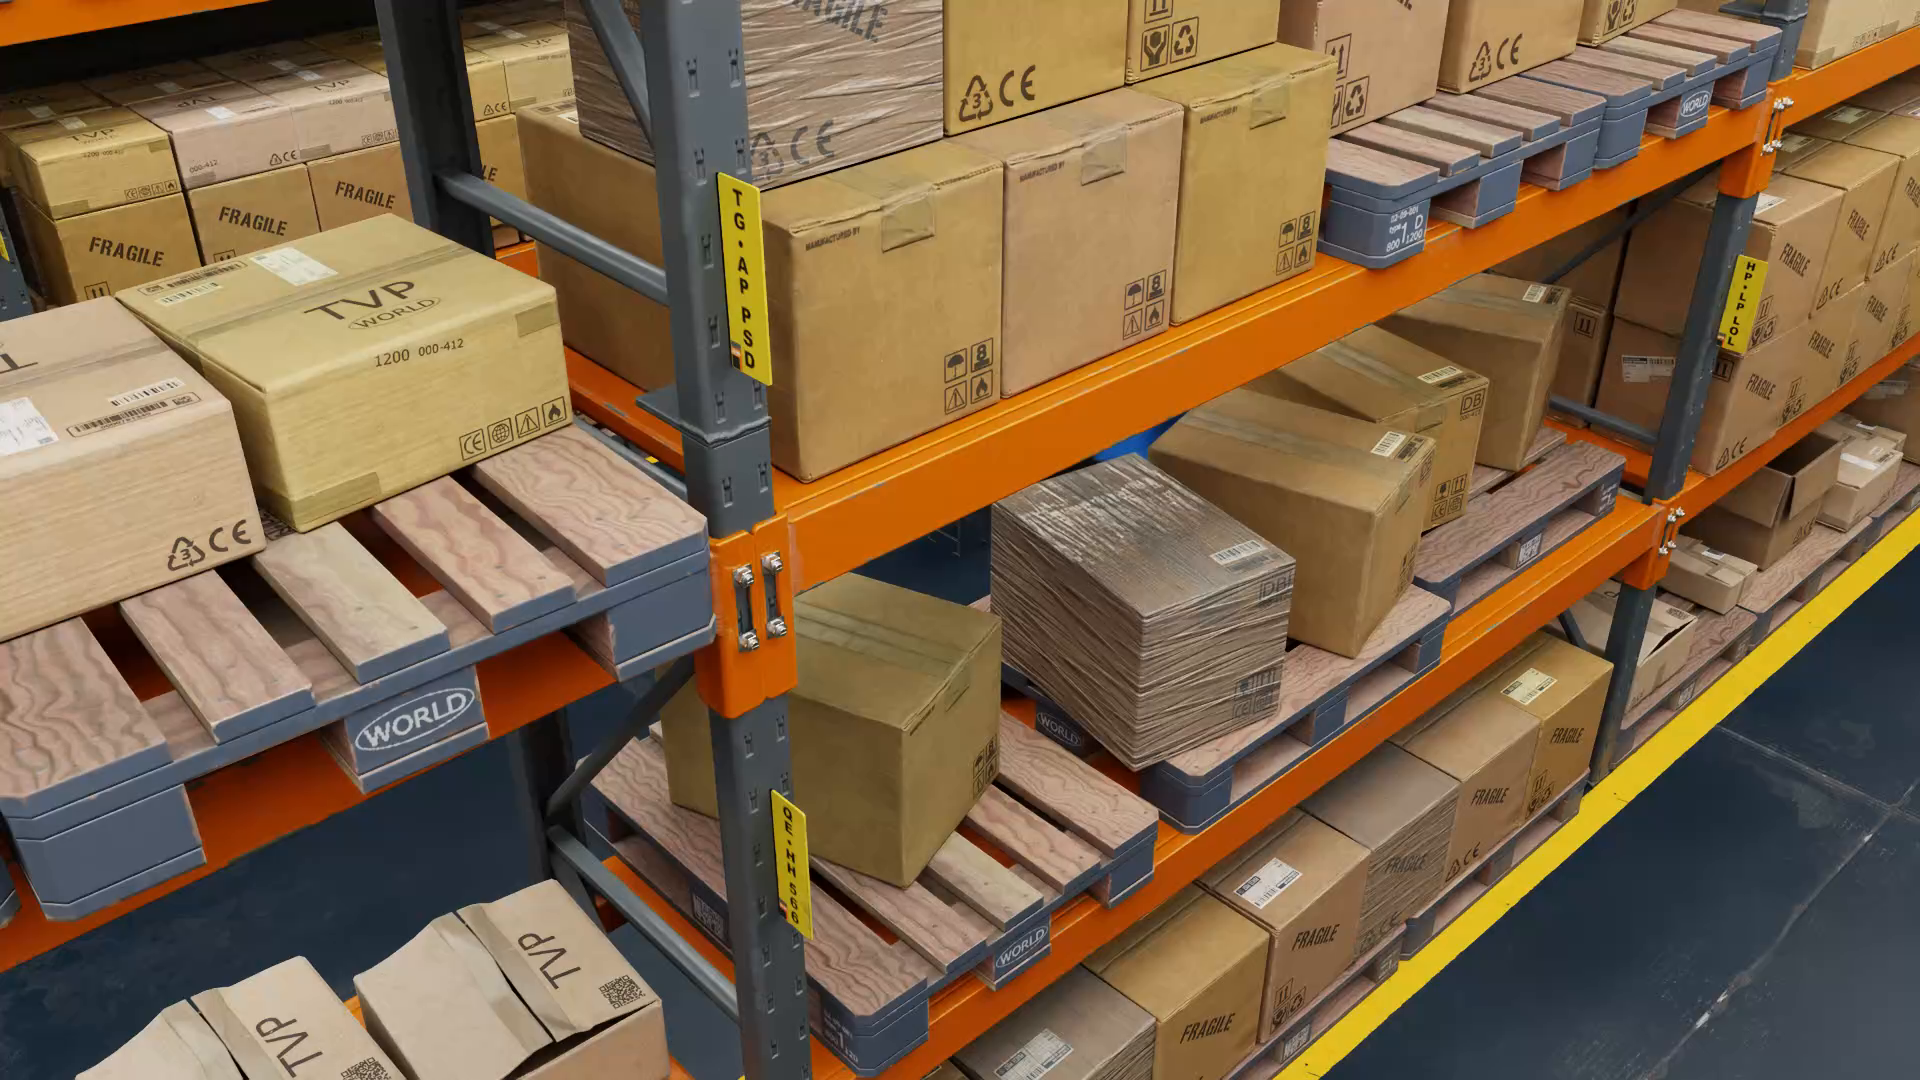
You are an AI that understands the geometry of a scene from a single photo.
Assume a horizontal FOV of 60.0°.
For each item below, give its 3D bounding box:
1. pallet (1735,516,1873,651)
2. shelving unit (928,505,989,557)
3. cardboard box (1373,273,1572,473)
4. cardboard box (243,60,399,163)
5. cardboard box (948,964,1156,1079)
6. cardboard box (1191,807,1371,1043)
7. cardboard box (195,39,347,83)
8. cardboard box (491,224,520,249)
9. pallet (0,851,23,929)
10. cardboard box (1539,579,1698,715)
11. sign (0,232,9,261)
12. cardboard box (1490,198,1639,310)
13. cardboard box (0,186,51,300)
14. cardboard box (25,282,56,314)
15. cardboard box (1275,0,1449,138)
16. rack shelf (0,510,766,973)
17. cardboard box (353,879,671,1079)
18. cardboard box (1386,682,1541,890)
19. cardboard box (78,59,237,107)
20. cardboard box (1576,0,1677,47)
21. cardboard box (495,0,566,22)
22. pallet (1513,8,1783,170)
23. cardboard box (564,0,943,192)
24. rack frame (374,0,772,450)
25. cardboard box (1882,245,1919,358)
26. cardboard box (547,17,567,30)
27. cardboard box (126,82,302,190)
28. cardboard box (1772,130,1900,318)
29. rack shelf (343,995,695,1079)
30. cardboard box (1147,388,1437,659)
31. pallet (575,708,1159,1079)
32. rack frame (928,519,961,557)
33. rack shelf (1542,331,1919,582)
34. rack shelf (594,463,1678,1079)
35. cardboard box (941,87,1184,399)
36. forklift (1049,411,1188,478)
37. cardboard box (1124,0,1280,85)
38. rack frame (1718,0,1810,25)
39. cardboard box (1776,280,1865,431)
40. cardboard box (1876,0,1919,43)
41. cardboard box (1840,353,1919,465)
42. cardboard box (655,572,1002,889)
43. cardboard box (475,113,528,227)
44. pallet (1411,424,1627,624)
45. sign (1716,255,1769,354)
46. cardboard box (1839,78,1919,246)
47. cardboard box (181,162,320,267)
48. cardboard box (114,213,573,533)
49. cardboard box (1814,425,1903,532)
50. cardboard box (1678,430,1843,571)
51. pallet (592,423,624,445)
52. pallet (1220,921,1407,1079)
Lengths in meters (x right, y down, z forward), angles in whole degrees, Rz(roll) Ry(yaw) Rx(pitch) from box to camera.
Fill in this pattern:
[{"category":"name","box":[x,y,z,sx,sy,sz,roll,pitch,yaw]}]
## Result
[{"category":"pallet","box":[3.627,0.010,8.032,1.213,0.211,1.003,-26,40,-35]},{"category":"shelving unit","box":[-0.011,-0.507,7.929,0.189,1.200,0.258,-26,40,-35]},{"category":"cardboard box","box":[1.729,-0.641,5.925,0.700,0.500,0.500,15,35,23]},{"category":"cardboard box","box":[-2.810,-1.907,7.374,0.500,0.250,0.500,-26,40,-35]},{"category":"cardboard box","box":[0.203,1.556,4.805,0.500,0.500,0.500,-27,41,-37]},{"category":"cardboard box","box":[0.954,1.193,5.399,0.500,0.500,0.500,-27,41,-37]},{"category":"cardboard box","box":[-3.159,-2.098,7.686,0.500,0.250,0.500,-27,41,-37]},{"category":"cardboard box","box":[-2.362,-1.545,8.123,0.250,0.149,0.380,-24,39,-34]},{"category":"pallet","box":[-1.960,0.391,2.042,1.213,0.211,1.003,-24,39,-33]},{"category":"cardboard box","box":[2.683,0.391,6.890,0.500,0.311,0.500,-26,40,-35]},{"category":"sign","box":[-3.700,-1.233,6.357,0.005,0.325,0.100,-26,40,-35]},{"category":"cardboard box","box":[2.423,-1.249,6.364,0.500,0.500,0.500,-26,40,-35]},{"category":"cardboard box","box":[-3.909,-1.423,7.302,0.500,0.500,0.500,-26,40,-35]},{"category":"cardboard box","box":[-4.011,-1.092,7.381,0.250,0.149,0.380,-25,39,-35]},{"category":"cardboard box","box":[0.833,-1.421,4.230,0.600,0.600,0.600,27,41,37]},{"category":"rack shelf","box":[-2.171,0.654,2.120,4.000,0.370,1.077,-26,40,-35]},{"category":"cardboard box","box":[-1.001,1.067,3.715,0.500,0.311,0.500,-23,38,-33]},{"category":"cardboard box","box":[1.693,0.834,5.986,0.500,0.500,0.500,-26,40,-35]},{"category":"cardboard box","box":[-3.537,-1.917,7.391,0.500,0.250,0.500,-27,41,-37]},{"category":"cardboard box","box":[1.809,-1.896,5.005,0.600,0.600,0.600,25,39,35]},{"category":"cardboard box","box":[-2.036,-2.642,8.576,0.500,0.250,0.500,-25,40,-35]},{"category":"pallet","box":[1.702,-1.497,5.128,1.003,0.211,1.213,-26,40,-35]},{"category":"cardboard box","box":[-0.381,-0.984,3.055,0.500,0.500,0.500,-26,40,-35]},{"category":"rack frame","box":[-0.705,-1.642,2.310,0.127,3.000,1.000,-26,40,-35]},{"category":"cardboard box","box":[3.901,-1.161,7.178,0.500,0.500,0.500,-26,40,-36]},{"category":"cardboard box","box":[-1.693,-2.452,8.266,0.500,0.250,0.500,-25,39,-34]},{"category":"cardboard box","box":[-3.174,-1.728,7.082,0.500,0.250,0.500,-26,40,-36]},{"category":"cardboard box","box":[3.143,-1.214,6.305,0.500,0.500,0.500,-27,41,-37]},{"category":"rack shelf","box":[-2.171,1.933,2.903,4.000,0.370,1.077,-26,40,-35]},{"category":"cardboard box","box":[0.975,-0.073,4.996,0.700,0.500,0.500,18,36,27]},{"category":"pallet","box":[-0.256,0.732,4.362,1.003,0.211,1.213,-26,40,-35]},{"category":"rack frame","box":[-0.078,-0.474,7.876,0.006,1.200,0.240,-26,40,-35]},{"category":"rack shelf","box":[3.695,-0.904,7.543,4.000,0.370,1.077,-26,40,-35]},{"category":"rack shelf","box":[0.762,0.514,5.223,4.000,0.370,1.077,-26,40,-35]},{"category":"cardboard box","box":[-0.034,-0.754,3.636,0.500,0.500,0.910,-26,40,-35]},{"category":"forklift","box":[1.721,-1.959,8.645,3.031,2.935,1.130,-23,38,-33]},{"category":"cardboard box","box":[0.367,-1.346,3.646,0.500,0.500,0.500,-26,40,-35]},{"category":"rack frame","box":[2.228,-3.061,4.630,0.127,3.000,1.000,-26,40,-35]},{"category":"cardboard box","box":[3.161,-0.804,6.593,0.500,0.500,0.500,-25,39,-35]},{"category":"cardboard box","box":[3.122,-1.971,5.867,0.500,0.250,0.500,-26,40,-35]},{"category":"cardboard box","box":[4.930,-0.755,8.583,0.500,0.500,0.500,-26,40,-35]},{"category":"cardboard box","box":[-0.320,0.429,4.175,0.700,0.500,0.500,15,35,23]},{"category":"cardboard box","box":[-2.414,-1.775,7.877,0.500,0.500,0.500,-25,39,-34]},{"category":"pallet","box":[1.568,-0.178,5.850,1.213,0.211,1.003,-26,40,-35]},{"category":"sign","box":[2.608,-0.785,5.548,0.005,0.325,0.100,-26,40,-35]},{"category":"cardboard box","box":[3.898,-1.579,6.903,0.500,0.500,0.500,-24,39,-34]},{"category":"cardboard box","box":[-3.155,-1.411,7.283,0.500,0.500,0.500,-24,39,-34]},{"category":"cardboard box","box":[-0.999,-0.295,2.724,0.500,0.250,0.500,26,40,35]},{"category":"cardboard box","box":[4.213,-0.323,8.116,0.500,0.250,0.500,-26,40,-35]},{"category":"cardboard box","box":[3.602,-0.293,7.825,0.637,0.503,0.797,-26,40,-35]},{"category":"pallet","box":[-2.552,-0.468,8.814,1.213,0.211,1.003,-26,40,-35]},{"category":"pallet","box":[0.763,1.426,5.716,1.213,0.211,1.003,-26,40,-35]}]
